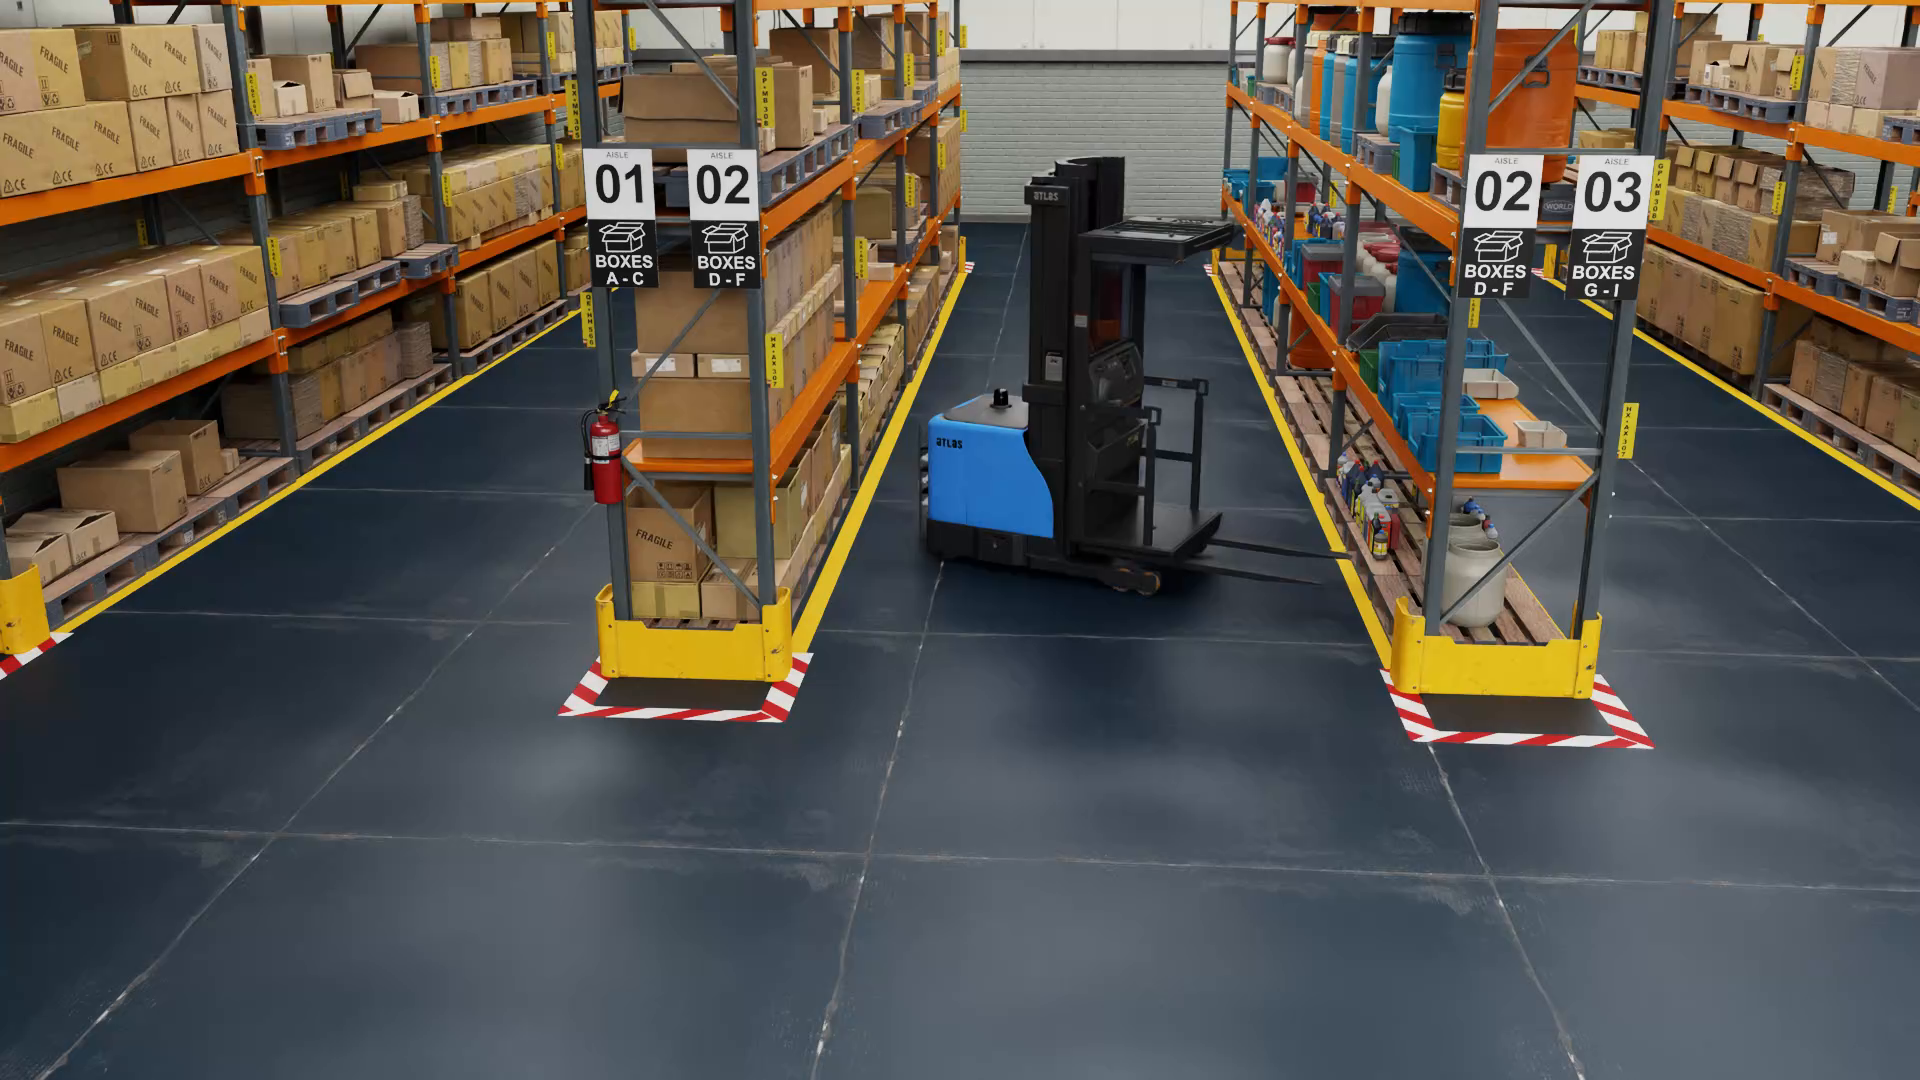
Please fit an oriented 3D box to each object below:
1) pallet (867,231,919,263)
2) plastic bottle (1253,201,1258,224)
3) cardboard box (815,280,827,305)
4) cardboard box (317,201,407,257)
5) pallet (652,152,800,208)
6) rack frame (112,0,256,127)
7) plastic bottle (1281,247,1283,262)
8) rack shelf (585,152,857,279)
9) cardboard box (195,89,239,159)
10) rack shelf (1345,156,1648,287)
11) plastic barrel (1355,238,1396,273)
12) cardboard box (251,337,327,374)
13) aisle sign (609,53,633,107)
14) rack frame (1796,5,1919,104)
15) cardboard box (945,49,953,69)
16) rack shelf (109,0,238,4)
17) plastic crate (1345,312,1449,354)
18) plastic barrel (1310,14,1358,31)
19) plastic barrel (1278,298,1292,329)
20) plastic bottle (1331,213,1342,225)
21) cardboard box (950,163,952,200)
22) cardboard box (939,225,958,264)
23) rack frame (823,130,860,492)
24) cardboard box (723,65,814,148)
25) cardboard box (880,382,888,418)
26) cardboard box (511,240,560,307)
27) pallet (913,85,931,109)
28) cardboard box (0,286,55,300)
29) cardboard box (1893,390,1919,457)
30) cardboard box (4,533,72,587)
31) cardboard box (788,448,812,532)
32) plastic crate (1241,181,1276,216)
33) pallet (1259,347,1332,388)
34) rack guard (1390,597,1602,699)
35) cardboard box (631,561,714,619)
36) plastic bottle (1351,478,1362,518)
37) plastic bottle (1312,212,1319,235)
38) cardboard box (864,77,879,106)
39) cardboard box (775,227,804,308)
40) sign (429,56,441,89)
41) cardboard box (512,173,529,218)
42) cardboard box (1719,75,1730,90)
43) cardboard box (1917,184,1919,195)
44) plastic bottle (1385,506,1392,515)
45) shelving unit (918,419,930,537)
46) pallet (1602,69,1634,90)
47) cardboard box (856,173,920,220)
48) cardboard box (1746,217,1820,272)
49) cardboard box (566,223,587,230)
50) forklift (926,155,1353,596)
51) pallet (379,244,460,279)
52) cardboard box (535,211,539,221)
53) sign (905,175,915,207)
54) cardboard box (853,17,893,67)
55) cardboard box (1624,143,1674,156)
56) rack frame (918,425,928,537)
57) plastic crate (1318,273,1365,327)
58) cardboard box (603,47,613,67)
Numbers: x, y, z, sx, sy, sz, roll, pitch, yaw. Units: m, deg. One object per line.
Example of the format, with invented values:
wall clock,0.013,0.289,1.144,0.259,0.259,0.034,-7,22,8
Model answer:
pallet,-1.096,-3.229,18.267,1.213,0.211,1.003,1,18,4
plastic bottle,3.700,-4.078,20.740,0.061,0.283,0.133,1,18,4
cardboard box,-1.221,-1.892,12.678,0.380,0.149,0.250,1,18,4
cardboard box,-6.053,-3.153,16.862,0.700,0.500,0.500,0,18,-1
pallet,-1.572,-2.225,10.222,1.003,0.211,1.213,1,18,4
rack frame,-6.303,-4.826,13.198,1.000,3.000,0.127,1,18,4
plastic bottle,3.495,-3.072,17.800,0.097,0.201,0.097,0,18,0
rack shelf,-1.505,-2.328,11.548,1.077,0.370,4.000,1,18,4
cardboard box,-6.093,-3.294,13.149,0.500,0.500,0.500,2,18,5
rack shelf,3.435,-2.216,11.207,1.077,0.370,4.000,1,18,4
plastic barrel,3.974,-2.594,15.843,0.421,0.512,0.421,0,18,0
cardboard box,-6.239,-1.718,15.453,0.500,0.250,0.500,1,18,3
aisle sign,-5.138,-6.953,25.150,0.394,0.787,0.004,1,18,4
rack frame,8.806,-5.736,15.977,1.000,3.000,0.127,1,18,4
cardboard box,-0.359,-6.708,23.199,0.500,0.250,0.500,1,18,4
rack shelf,-6.446,-3.861,11.415,1.077,0.370,4.000,1,18,4
plastic crate,3.414,-1.564,12.980,0.767,0.338,0.504,1,18,4
plastic barrel,3.909,-5.001,17.187,0.600,0.830,0.708,1,18,4
plastic barrel,3.964,-2.553,19.094,0.600,0.588,0.708,1,18,4
plastic bottle,4.334,-3.580,19.110,0.144,0.351,0.185,1,18,4
cardboard box,-0.373,-5.022,23.272,0.500,0.500,0.500,1,18,3
cardboard box,-0.295,-4.439,24.961,0.500,0.500,0.500,1,18,4
rack frame,-1.362,-1.865,13.799,1.000,3.000,0.127,1,18,4
cardboard box,-1.257,-2.872,10.993,0.500,0.500,0.500,1,18,4
cardboard box,-0.976,-1.356,15.984,0.500,0.250,0.500,2,18,5
cardboard box,-5.646,-3.433,21.360,0.750,0.750,0.750,1,18,5
pallet,-0.976,-5.163,19.347,1.213,0.211,1.003,1,18,4
cardboard box,-6.689,-1.495,11.673,0.500,0.500,0.500,1,18,2
cardboard box,8.637,-1.002,14.472,0.700,0.500,0.500,1,18,4
cardboard box,-6.450,0.123,11.341,0.500,0.311,0.500,-1,18,-2
cardboard box,-1.331,-0.345,11.695,0.500,0.500,0.500,1,18,4
plastic crate,3.845,-4.412,21.499,0.392,0.384,0.575,1,18,4
pallet,3.880,-1.917,18.433,1.003,0.211,1.213,1,18,4
rack guard,3.250,0.652,10.131,1.175,0.500,0.348,1,18,4
cardboard box,-1.905,0.311,10.898,0.500,0.250,0.500,1,18,4
plastic bottle,3.040,-0.321,12.743,0.061,0.283,0.133,2,18,6
plastic bottle,4.258,-3.774,19.831,0.097,0.271,0.097,0,18,0
cardboard box,-1.071,-4.356,16.149,0.500,0.250,0.500,2,18,5
cardboard box,-1.495,-1.924,11.733,0.700,0.500,0.500,1,18,4
sign,-5.475,-4.875,17.337,0.100,0.325,0.005,1,18,4
cardboard box,-5.582,-4.194,20.236,0.500,0.500,0.500,1,18,4
cardboard box,8.836,-5.174,18.808,0.380,0.149,0.250,1,18,2
cardboard box,13.969,-5.015,23.815,0.380,0.149,0.250,1,18,3
plastic bottle,3.173,-0.154,12.363,0.097,0.201,0.097,0,18,0
shelving unit,-0.168,-0.471,12.916,0.258,0.900,0.210,7,19,21
pallet,9.251,-6.143,22.178,1.003,0.211,1.213,1,18,4
cardboard box,-0.853,-4.047,19.622,0.700,0.500,0.500,-3,18,-10
cardboard box,8.594,-3.092,17.381,0.500,0.500,0.500,2,18,6
cardboard box,-5.655,-4.531,24.233,0.380,0.149,0.250,2,18,5
forklift,1.300,-1.187,11.839,3.031,2.935,1.130,9,20,25
pallet,-5.961,-2.902,17.271,1.213,0.211,1.003,1,18,4
cardboard box,-5.529,-4.080,20.928,0.380,0.149,0.250,2,18,6
sign,-0.521,-3.647,17.375,0.100,0.325,0.005,1,18,4
cardboard box,-1.001,-5.350,17.848,0.500,0.500,0.500,1,18,4
cardboard box,8.899,-4.858,21.492,0.500,0.500,0.500,1,18,4
rack frame,-0.206,-0.442,12.826,0.240,0.900,0.006,7,19,21
plastic crate,3.347,-2.096,14.527,0.392,0.384,0.575,1,18,4
cardboard box,-5.267,-6.908,23.776,0.500,0.250,0.500,1,18,2
